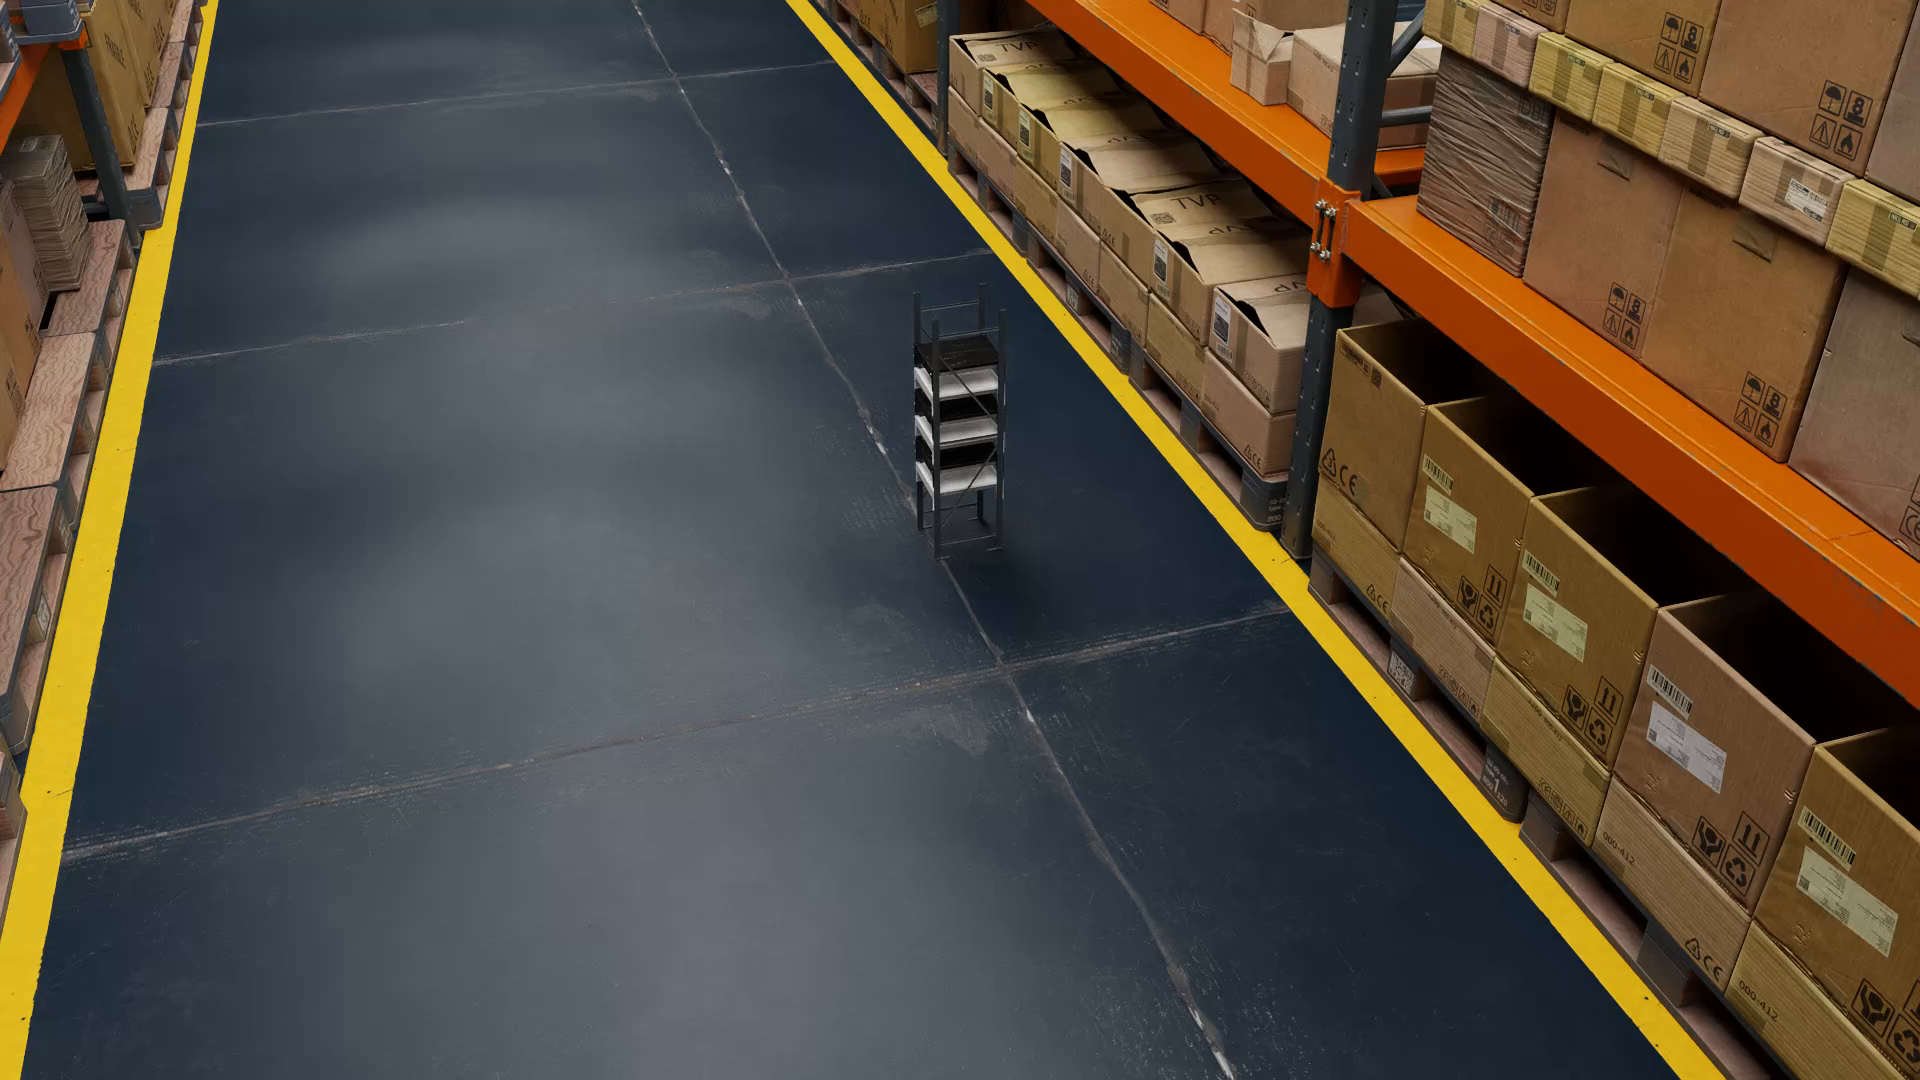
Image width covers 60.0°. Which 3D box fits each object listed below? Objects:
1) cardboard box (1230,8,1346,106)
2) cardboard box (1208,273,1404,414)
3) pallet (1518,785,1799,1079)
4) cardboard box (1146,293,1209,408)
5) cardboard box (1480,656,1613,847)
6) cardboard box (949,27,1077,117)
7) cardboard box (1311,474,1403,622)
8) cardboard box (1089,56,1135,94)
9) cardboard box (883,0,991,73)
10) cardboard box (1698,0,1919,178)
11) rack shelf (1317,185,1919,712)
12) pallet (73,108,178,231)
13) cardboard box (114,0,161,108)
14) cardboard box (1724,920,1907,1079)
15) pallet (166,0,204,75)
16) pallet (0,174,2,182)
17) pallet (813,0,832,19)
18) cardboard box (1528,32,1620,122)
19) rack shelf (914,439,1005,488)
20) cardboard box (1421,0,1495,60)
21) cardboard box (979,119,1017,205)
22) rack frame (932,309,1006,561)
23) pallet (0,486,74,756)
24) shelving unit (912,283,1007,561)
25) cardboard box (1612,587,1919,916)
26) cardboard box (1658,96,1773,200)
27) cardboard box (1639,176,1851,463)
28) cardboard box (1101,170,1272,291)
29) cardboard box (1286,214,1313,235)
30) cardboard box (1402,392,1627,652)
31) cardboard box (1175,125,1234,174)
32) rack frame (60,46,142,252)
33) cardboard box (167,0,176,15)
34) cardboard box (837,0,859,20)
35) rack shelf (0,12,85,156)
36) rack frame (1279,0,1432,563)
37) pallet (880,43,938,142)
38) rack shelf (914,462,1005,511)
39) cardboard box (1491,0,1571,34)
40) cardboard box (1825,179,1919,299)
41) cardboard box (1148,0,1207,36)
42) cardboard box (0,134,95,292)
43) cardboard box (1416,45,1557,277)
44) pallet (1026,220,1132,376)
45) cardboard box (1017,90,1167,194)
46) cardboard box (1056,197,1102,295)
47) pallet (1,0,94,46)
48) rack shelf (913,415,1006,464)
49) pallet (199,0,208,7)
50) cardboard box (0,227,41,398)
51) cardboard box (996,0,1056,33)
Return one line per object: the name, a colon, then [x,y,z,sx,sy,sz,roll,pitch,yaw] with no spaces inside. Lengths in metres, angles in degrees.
cardboard box: [1.151,-1.666,5.672,0.396,0.266,0.258,-11,35,-16]
cardboard box: [1.198,-0.718,5.720,0.500,0.311,0.500,-10,35,-15]
pallet: [2.173,0.938,4.138,1.003,0.211,1.213,-10,35,-15]
cardboard box: [1.039,-0.754,6.284,0.500,0.250,0.500,-11,35,-15]
cardboard box: [1.742,0.502,4.383,0.500,0.250,0.500,-10,35,-15]
cardboard box: [0.254,-2.329,8.158,0.500,0.311,0.500,-9,34,-13]
cardboard box: [1.447,-0.025,5.180,0.500,0.250,0.500,-10,35,-15]
cardboard box: [0.933,-2.148,7.884,0.500,0.311,0.500,-11,35,-15]
cardboard box: [-0.135,-2.984,9.413,0.500,0.500,0.500,-9,34,-13]
cardboard box: [2.043,-1.114,3.448,0.700,0.500,0.500,-10,35,-15]
rack shelf: [2.204,0.059,3.593,1.077,0.370,4.000,-10,35,-15]
pallet: [-4.511,-1.820,8.312,1.003,0.211,1.213,-10,35,-15]
cardboard box: [-4.703,-2.704,8.690,0.750,0.750,0.750,-10,35,-15]
cardboard box: [2.051,1.026,3.589,0.500,0.250,0.500,-10,35,-15]
pallet: [-5.255,-3.101,10.251,1.003,0.211,1.213,-10,35,-15]
pallet: [-3.217,-0.802,4.417,1.003,0.211,1.213,-10,35,-15]
pallet: [-0.562,-3.907,11.472,1.003,0.211,1.213,-10,35,-15]
cardboard box: [1.649,-1.163,4.110,0.380,0.149,0.250,-11,35,-16]
rack shelf: [-0.002,-0.277,5.576,0.258,0.077,0.200,-10,35,-15]
cardboard box: [1.492,-1.430,4.514,0.380,0.149,0.250,-10,35,-15]
cardboard box: [0.409,-1.831,7.914,0.500,0.250,0.500,-11,35,-16]
rack frame: [0.029,-0.326,5.428,0.240,0.900,0.006,-10,35,-15]
pallet: [-3.361,0.299,5.107,1.003,0.211,1.213,-10,35,-15]
shelving unit: [-0.002,-0.380,5.508,0.258,0.900,0.210,-10,35,-15]
cardboard box: [1.897,0.451,3.779,0.500,0.500,0.500,-10,35,-15]
cardboard box: [1.805,-0.894,3.703,0.380,0.149,0.250,-11,35,-16]
cardboard box: [2.052,-0.561,3.788,0.700,0.500,0.500,-10,35,-14]
cardboard box: [0.883,-1.252,6.529,0.500,0.311,0.500,-10,35,-15]
cardboard box: [1.558,-1.076,6.262,0.500,0.311,0.500,-10,35,-15]
cardboard box: [1.598,-0.075,4.575,0.500,0.500,0.500,-10,35,-15]
cardboard box: [1.235,-1.619,7.084,0.500,0.311,0.500,-9,35,-13]
rack frame: [-4.342,-2.556,6.898,1.000,3.000,0.127,-10,35,-15]
cardboard box: [-5.240,-3.615,10.070,0.750,0.750,0.750,-10,35,-14]
cardboard box: [-0.458,-3.530,10.239,0.500,0.500,0.500,-11,35,-17]
rack shelf: [-3.732,-1.206,5.507,1.077,0.370,4.000,-10,35,-15]
rack frame: [1.594,-1.291,4.983,1.000,3.000,0.127,-10,35,-15]
pallet: [0.183,-2.626,9.533,1.003,0.211,1.213,-10,35,-15]
rack shelf: [-0.002,-0.202,5.626,0.258,0.077,0.200,-10,35,-15]
cardboard box: [1.736,-1.642,4.247,0.700,0.500,0.500,-10,35,-15]
cardboard box: [1.968,-0.617,3.284,0.380,0.149,0.250,-10,35,-15]
cardboard box: [1.062,-2.278,6.387,0.500,0.500,0.500,-10,35,-15]
cardboard box: [-4.073,-1.328,6.907,0.700,0.500,0.500,-10,35,-14]
cardboard box: [1.736,-1.101,4.605,0.700,0.500,0.500,-11,35,-16]
pallet: [0.957,-1.150,7.299,1.003,0.211,1.213,-10,35,-15]
cardboard box: [0.576,-1.786,7.337,0.500,0.311,0.500,-11,35,-16]
cardboard box: [0.729,-1.290,7.095,0.500,0.250,0.500,-9,35,-14]
pallet: [-4.023,-2.120,6.412,1.213,0.211,1.003,-10,35,-15]
rack shelf: [-0.002,-0.352,5.527,0.258,0.077,0.200,-10,35,-15]
pallet: [-5.720,-3.905,11.469,1.003,0.211,1.213,-10,35,-15]
cardboard box: [-3.848,-0.782,6.080,0.700,0.500,0.500,-10,35,-15]
cardboard box: [0.508,-2.819,9.164,0.500,0.500,0.500,-9,34,-13]
